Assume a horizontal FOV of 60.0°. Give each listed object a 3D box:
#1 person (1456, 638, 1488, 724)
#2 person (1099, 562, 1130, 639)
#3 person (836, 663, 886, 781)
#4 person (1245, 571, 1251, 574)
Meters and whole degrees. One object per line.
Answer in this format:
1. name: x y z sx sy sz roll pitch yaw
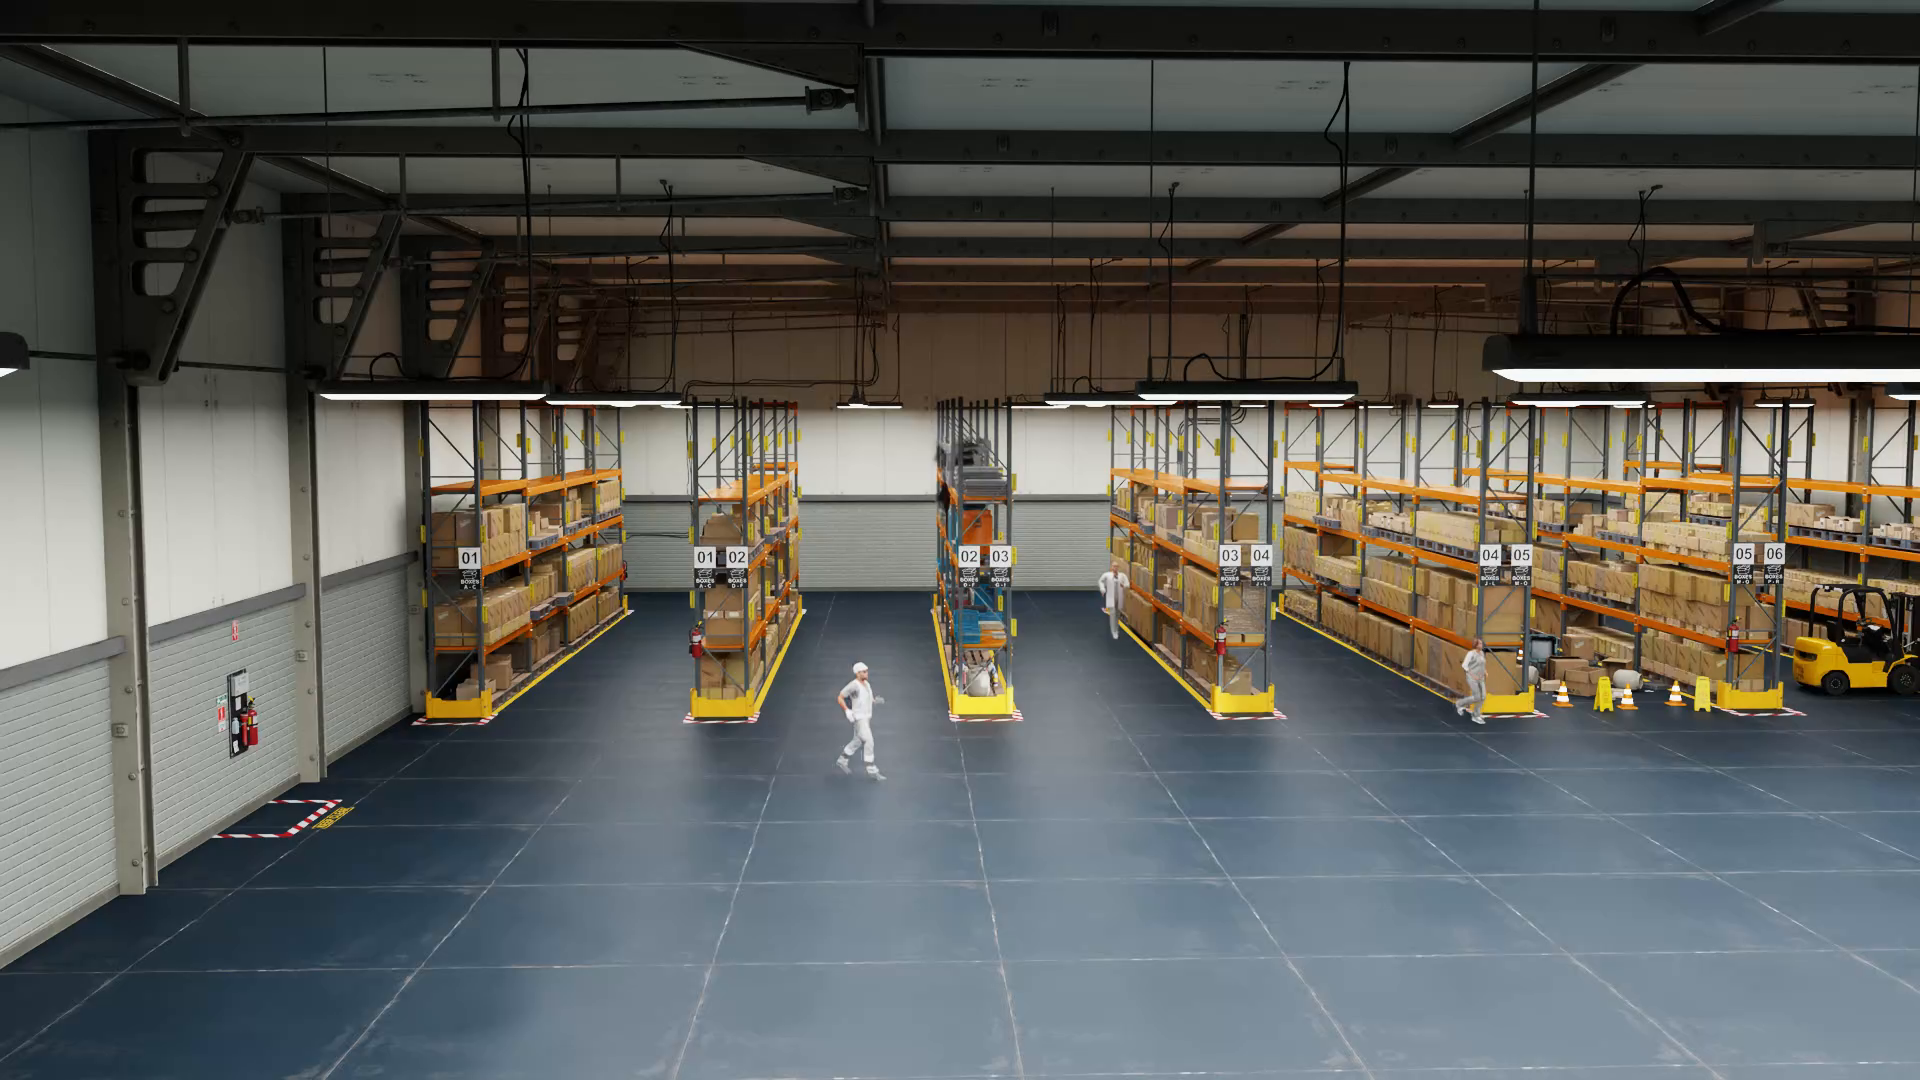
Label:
1. person: 9.472 2.587 30.717 0.577 1.558 0.572 -4 6 -39
2. person: 3.730 1.438 39.978 0.695 1.820 0.974 -1 4 -8
3. person: -1.545 2.802 25.854 0.905 1.803 0.663 2 5 19
4. person: 8.111 1.259 47.070 0.657 1.693 0.887 1 5 12
